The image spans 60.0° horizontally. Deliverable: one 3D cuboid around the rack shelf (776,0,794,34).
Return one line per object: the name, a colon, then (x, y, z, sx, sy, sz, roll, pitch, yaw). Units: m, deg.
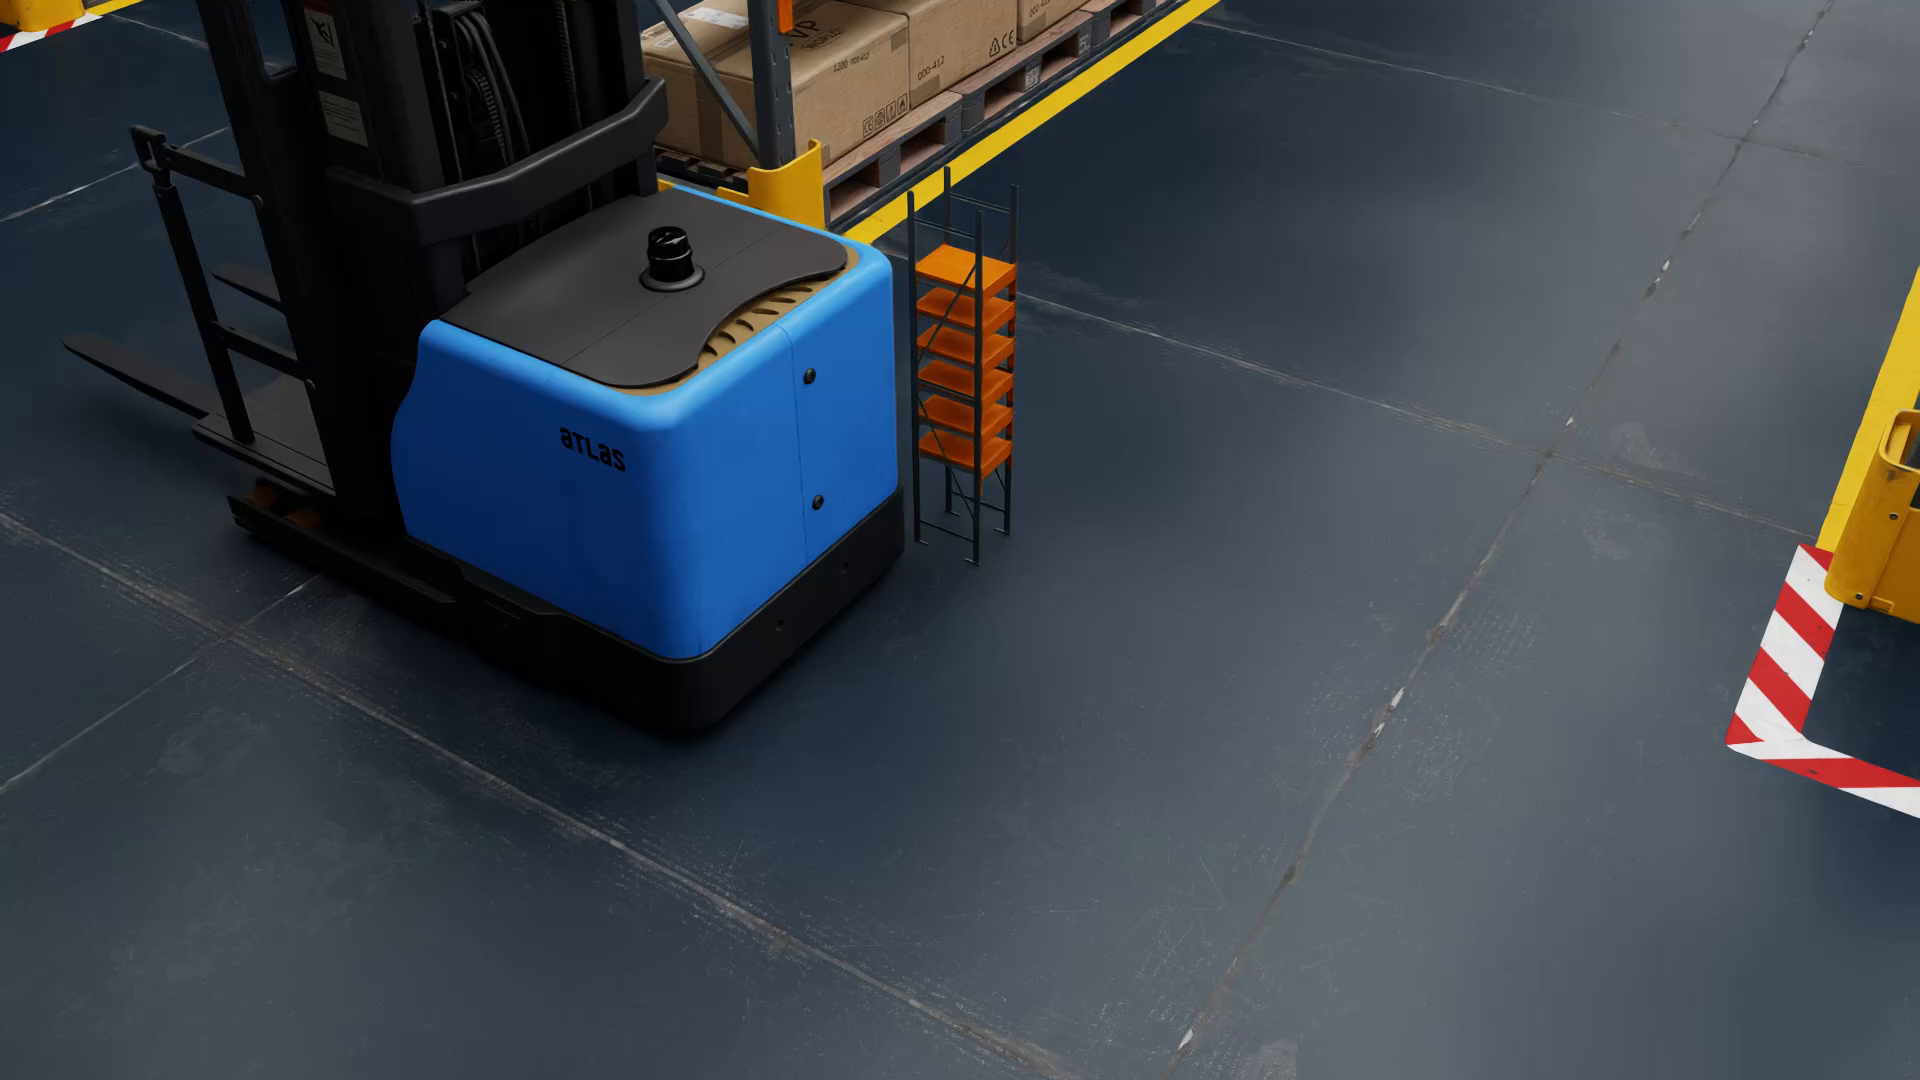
rack shelf: (-0.014, -3.191, 7.522, 1.077, 0.370, 4.000, 21, 42, 25)

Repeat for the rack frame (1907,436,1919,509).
rack frame: (3.148, -0.878, 3.932, 1.000, 3.000, 0.127, 21, 42, 25)

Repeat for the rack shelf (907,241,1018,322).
rack shelf: (0.008, -0.733, 4.701, 0.258, 0.103, 0.180, 21, 42, 25)

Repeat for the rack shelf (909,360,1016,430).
rack shelf: (0.008, -0.447, 4.920, 0.258, 0.103, 0.180, 21, 42, 25)

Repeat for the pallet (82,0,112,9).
pallet: (-4.812, -3.413, 9.505, 1.003, 0.211, 1.213, 21, 42, 25)

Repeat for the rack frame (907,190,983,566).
rack frame: (-0.041, -0.435, 4.832, 0.240, 1.200, 0.006, 21, 42, 25)

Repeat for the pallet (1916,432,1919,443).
pallet: (3.654, -0.220, 5.363, 1.003, 0.211, 1.213, 21, 42, 25)

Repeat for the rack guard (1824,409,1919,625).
rack guard: (3.189, 0.073, 4.746, 1.175, 0.500, 0.348, 21, 42, 25)

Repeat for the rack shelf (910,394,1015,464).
rack shelf: (0.008, -0.352, 4.994, 0.258, 0.103, 0.180, 21, 42, 25)

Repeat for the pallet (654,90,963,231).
pallet: (-0.723, -1.779, 7.384, 1.003, 0.211, 1.213, 21, 42, 25)

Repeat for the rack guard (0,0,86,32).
rack guard: (-5.238, -3.116, 8.883, 1.175, 0.500, 0.348, 21, 42, 25)

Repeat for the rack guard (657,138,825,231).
rack guard: (-1.098, -1.443, 6.712, 1.175, 0.500, 0.348, 21, 42, 25)

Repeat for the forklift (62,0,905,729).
forklift: (-1.681, -1.344, 4.593, 3.031, 2.935, 1.130, 22, 43, 26)

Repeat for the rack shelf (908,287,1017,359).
rack shelf: (0.008, -0.638, 4.774, 0.258, 0.103, 0.180, 21, 42, 25)

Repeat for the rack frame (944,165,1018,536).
rack frame: (0.057, -0.530, 4.955, 0.240, 1.200, 0.006, 21, 42, 25)

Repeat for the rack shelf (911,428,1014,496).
rack shelf: (0.008, -0.257, 5.067, 0.258, 0.103, 0.180, 21, 42, 25)

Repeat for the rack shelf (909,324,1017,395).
rack shelf: (0.008, -0.543, 4.847, 0.258, 0.103, 0.180, 21, 42, 25)

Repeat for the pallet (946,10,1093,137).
pallet: (-0.069, -2.405, 8.197, 1.003, 0.211, 1.213, 21, 42, 25)

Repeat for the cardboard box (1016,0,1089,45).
cardboard box: (0.151, -2.909, 8.321, 0.875, 0.438, 0.875, 20, 42, 24)

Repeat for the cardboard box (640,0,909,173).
cardboard box: (-0.816, -1.970, 7.103, 0.875, 0.438, 0.875, 20, 42, 24)

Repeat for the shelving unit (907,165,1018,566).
shelving unit: (0.008, -0.483, 4.893, 0.258, 1.200, 0.189, 21, 42, 25)

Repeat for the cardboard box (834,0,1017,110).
cardboard box: (-0.333, -2.444, 7.718, 0.875, 0.438, 0.875, 22, 43, 26)

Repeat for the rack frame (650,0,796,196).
rack frame: (-1.086, -2.445, 5.965, 1.000, 3.000, 0.127, 21, 42, 25)

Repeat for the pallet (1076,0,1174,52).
pallet: (0.584, -3.036, 9.016, 1.003, 0.211, 1.213, 21, 42, 25)
